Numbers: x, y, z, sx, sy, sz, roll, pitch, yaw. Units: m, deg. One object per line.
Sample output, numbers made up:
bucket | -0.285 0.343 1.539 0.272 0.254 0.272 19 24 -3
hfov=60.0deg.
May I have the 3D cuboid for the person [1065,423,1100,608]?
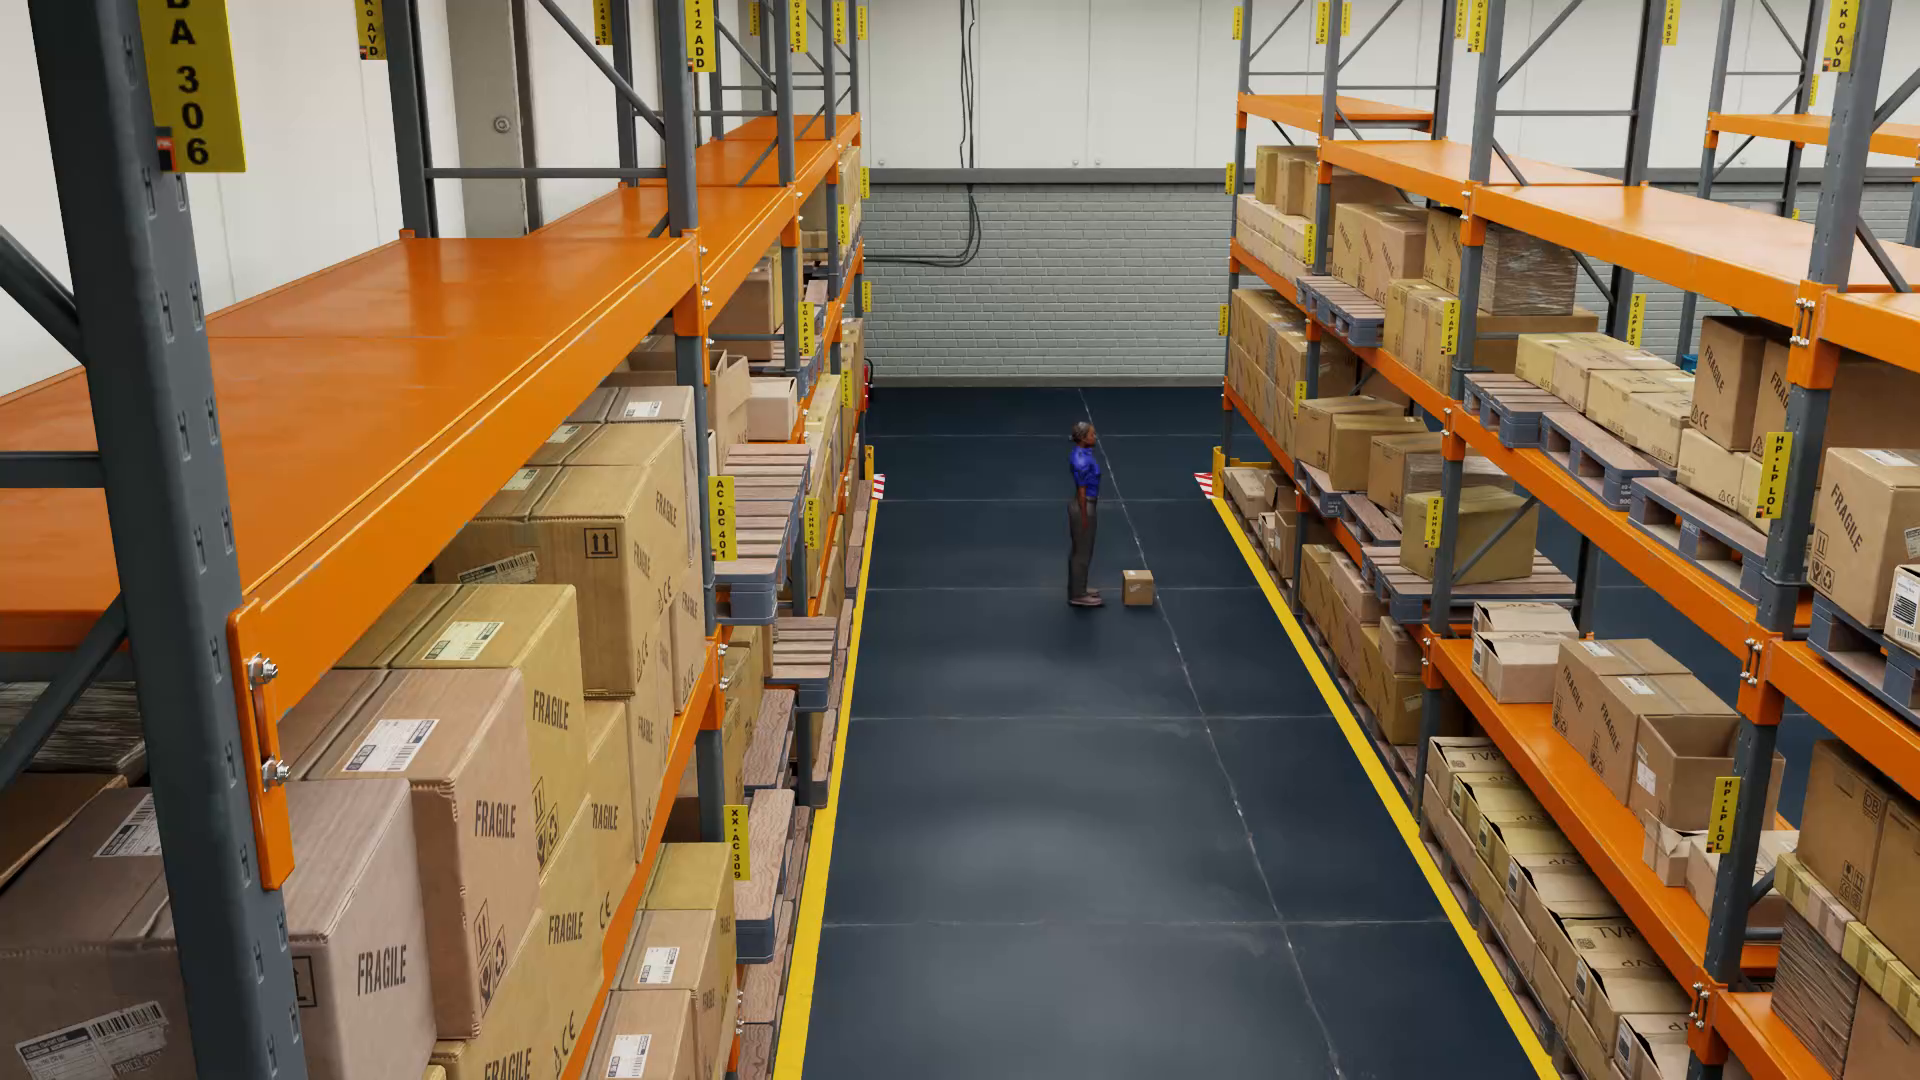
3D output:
person | 1.107 -0.236 14.861 0.302 1.651 0.440 0 17 0
